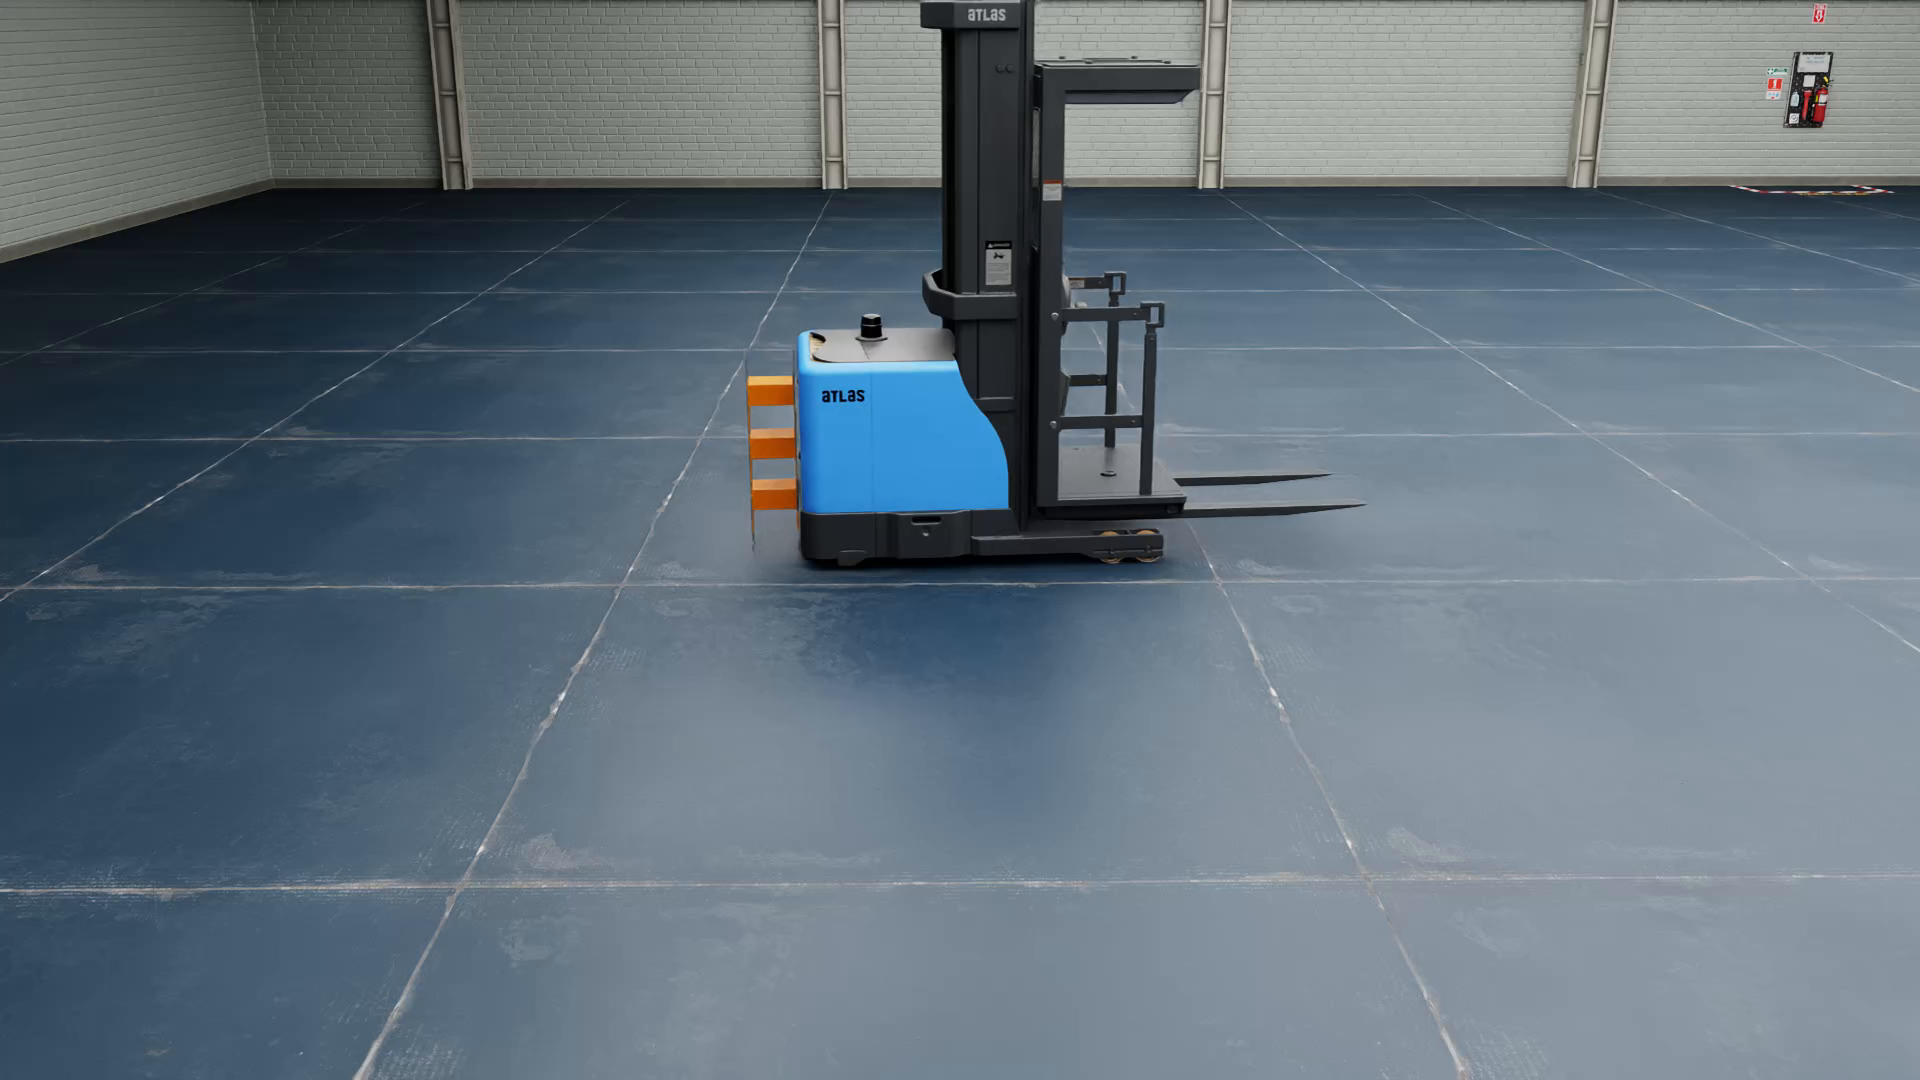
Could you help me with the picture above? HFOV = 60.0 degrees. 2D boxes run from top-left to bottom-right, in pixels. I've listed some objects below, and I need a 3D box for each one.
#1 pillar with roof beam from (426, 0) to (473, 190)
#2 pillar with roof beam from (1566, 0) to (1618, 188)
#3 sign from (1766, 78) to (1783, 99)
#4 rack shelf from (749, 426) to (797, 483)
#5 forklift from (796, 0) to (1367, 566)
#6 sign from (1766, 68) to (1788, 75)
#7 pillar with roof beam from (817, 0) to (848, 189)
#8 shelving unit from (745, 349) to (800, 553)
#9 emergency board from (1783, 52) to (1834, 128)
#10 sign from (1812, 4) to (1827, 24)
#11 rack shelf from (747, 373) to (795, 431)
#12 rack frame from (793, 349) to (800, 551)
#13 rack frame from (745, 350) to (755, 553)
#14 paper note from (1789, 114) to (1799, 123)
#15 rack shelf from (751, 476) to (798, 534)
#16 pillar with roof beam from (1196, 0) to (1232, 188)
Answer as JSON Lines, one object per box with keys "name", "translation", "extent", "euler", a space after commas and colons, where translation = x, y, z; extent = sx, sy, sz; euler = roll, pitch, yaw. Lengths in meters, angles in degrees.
{"name": "pillar with roof beam", "translation": [-7.927, -8.573, 21.041], "extent": [0.400, 9.000, 9.100], "euler": [0, 18, -1]}
{"name": "pillar with roof beam", "translation": [10.071, -8.660, 21.311], "extent": [0.400, 9.000, 9.100], "euler": [0, 18, -1]}
{"name": "sign", "translation": [12.976, -7.193, 26.500], "extent": [0.234, 0.329, 0.001], "euler": [0, 18, -1]}
{"name": "rack shelf", "translation": [-0.986, -0.456, 8.784], "extent": [0.240, 0.259, 0.215], "euler": [-2, 18, -6]}
{"name": "forklift", "translation": [0.647, -1.431, 8.710], "extent": [3.031, 2.935, 1.130], "euler": [-2, 18, -6]}
{"name": "sign", "translation": [12.981, -7.442, 26.411], "extent": [0.331, 0.109, 0.001], "euler": [0, 18, -1]}
{"name": "pillar with roof beam", "translation": [-1.928, -8.602, 21.131], "extent": [0.400, 9.000, 9.100], "euler": [0, 18, -1]}
{"name": "shelving unit", "translation": [-0.986, -0.466, 8.781], "extent": [0.252, 1.050, 0.215], "euler": [-2, 18, -6]}
{"name": "emergency board", "translation": [13.531, -7.147, 26.416], "extent": [0.643, 1.169, 0.194], "euler": [0, 18, -1]}
{"name": "sign", "translation": [13.521, -8.281, 26.156], "extent": [0.199, 0.298, 0.001], "euler": [0, 18, -1]}
{"name": "rack shelf", "translation": [-0.986, -0.726, 8.697], "extent": [0.240, 0.259, 0.215], "euler": [-2, 18, -6]}
{"name": "rack frame", "translation": [-0.865, -0.470, 8.793], "extent": [0.008, 1.050, 0.200], "euler": [-2, 18, -6]}
{"name": "rack frame", "translation": [-1.108, -0.462, 8.769], "extent": [0.008, 1.050, 0.200], "euler": [-2, 18, -6]}
{"name": "paper note", "translation": [13.352, -6.748, 26.613], "extent": [0.142, 0.148, 0.016], "euler": [0, 18, -1]}
{"name": "rack shelf", "translation": [-0.986, -0.191, 8.869], "extent": [0.240, 0.259, 0.215], "euler": [-2, 18, -6]}
{"name": "pillar with roof beam", "translation": [4.072, -8.631, 21.221], "extent": [0.400, 9.000, 9.100], "euler": [0, 18, -1]}
